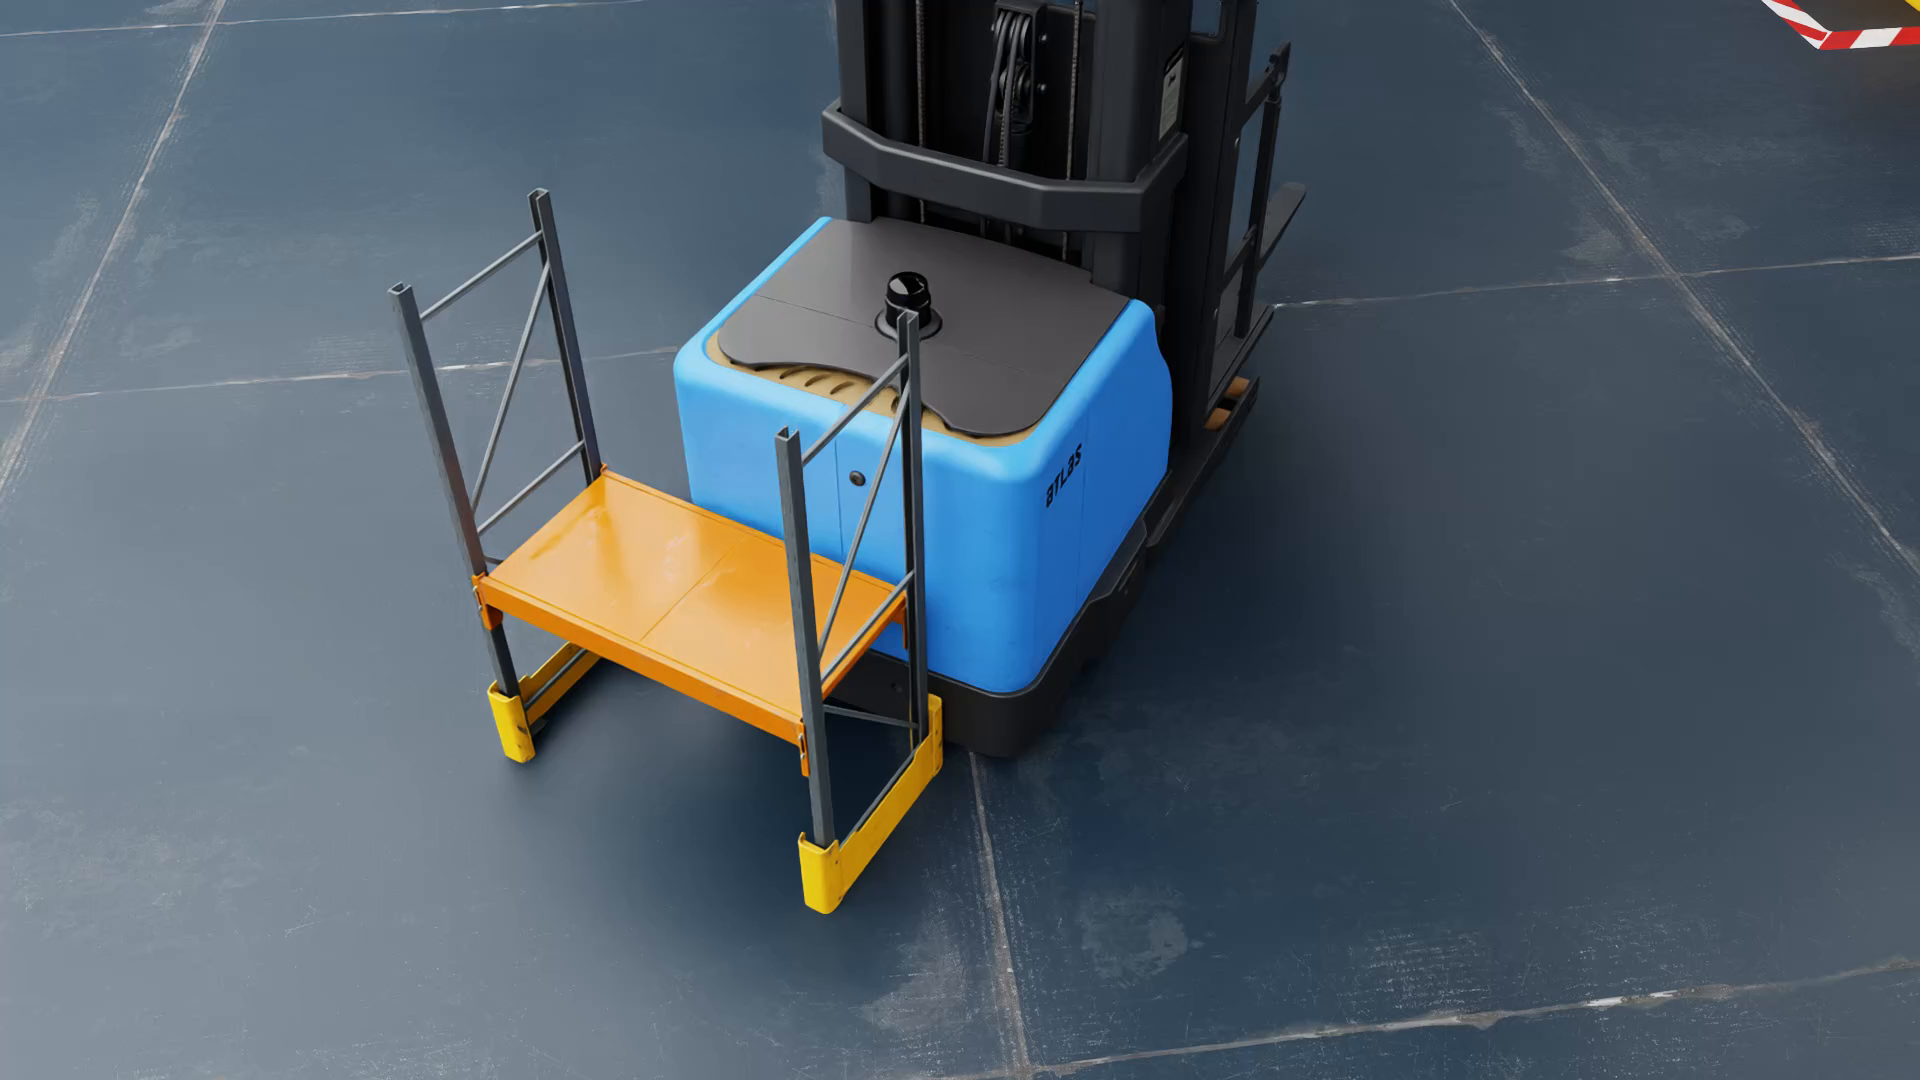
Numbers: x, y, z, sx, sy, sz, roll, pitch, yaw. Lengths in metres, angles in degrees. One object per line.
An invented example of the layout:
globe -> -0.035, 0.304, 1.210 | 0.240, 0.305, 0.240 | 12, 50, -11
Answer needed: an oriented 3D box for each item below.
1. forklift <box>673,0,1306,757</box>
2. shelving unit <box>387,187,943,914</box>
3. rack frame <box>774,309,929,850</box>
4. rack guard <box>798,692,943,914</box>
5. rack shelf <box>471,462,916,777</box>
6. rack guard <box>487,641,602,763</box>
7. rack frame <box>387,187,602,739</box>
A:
forklift -> 0.366, -1.487, 4.711 | 1.130, 2.935, 3.031 | 18, 45, 19
shelving unit -> -0.655, 0.045, 4.078 | 1.083, 1.500, 0.587 | 21, 47, 22
rack frame -> -0.222, 0.211, 3.893 | 0.032, 1.500, 0.500 | 21, 47, 22
rack guard -> -0.221, 0.673, 4.315 | 0.087, 0.250, 0.587 | 21, 47, 22
rack shelf -> -0.662, 0.175, 4.202 | 1.000, 0.185, 0.538 | 21, 47, 22
rack guard -> -1.085, 0.340, 4.683 | 0.087, 0.250, 0.587 | 21, 47, 22
rack frame -> -1.103, -0.128, 4.269 | 0.032, 1.500, 0.500 | 21, 47, 22
